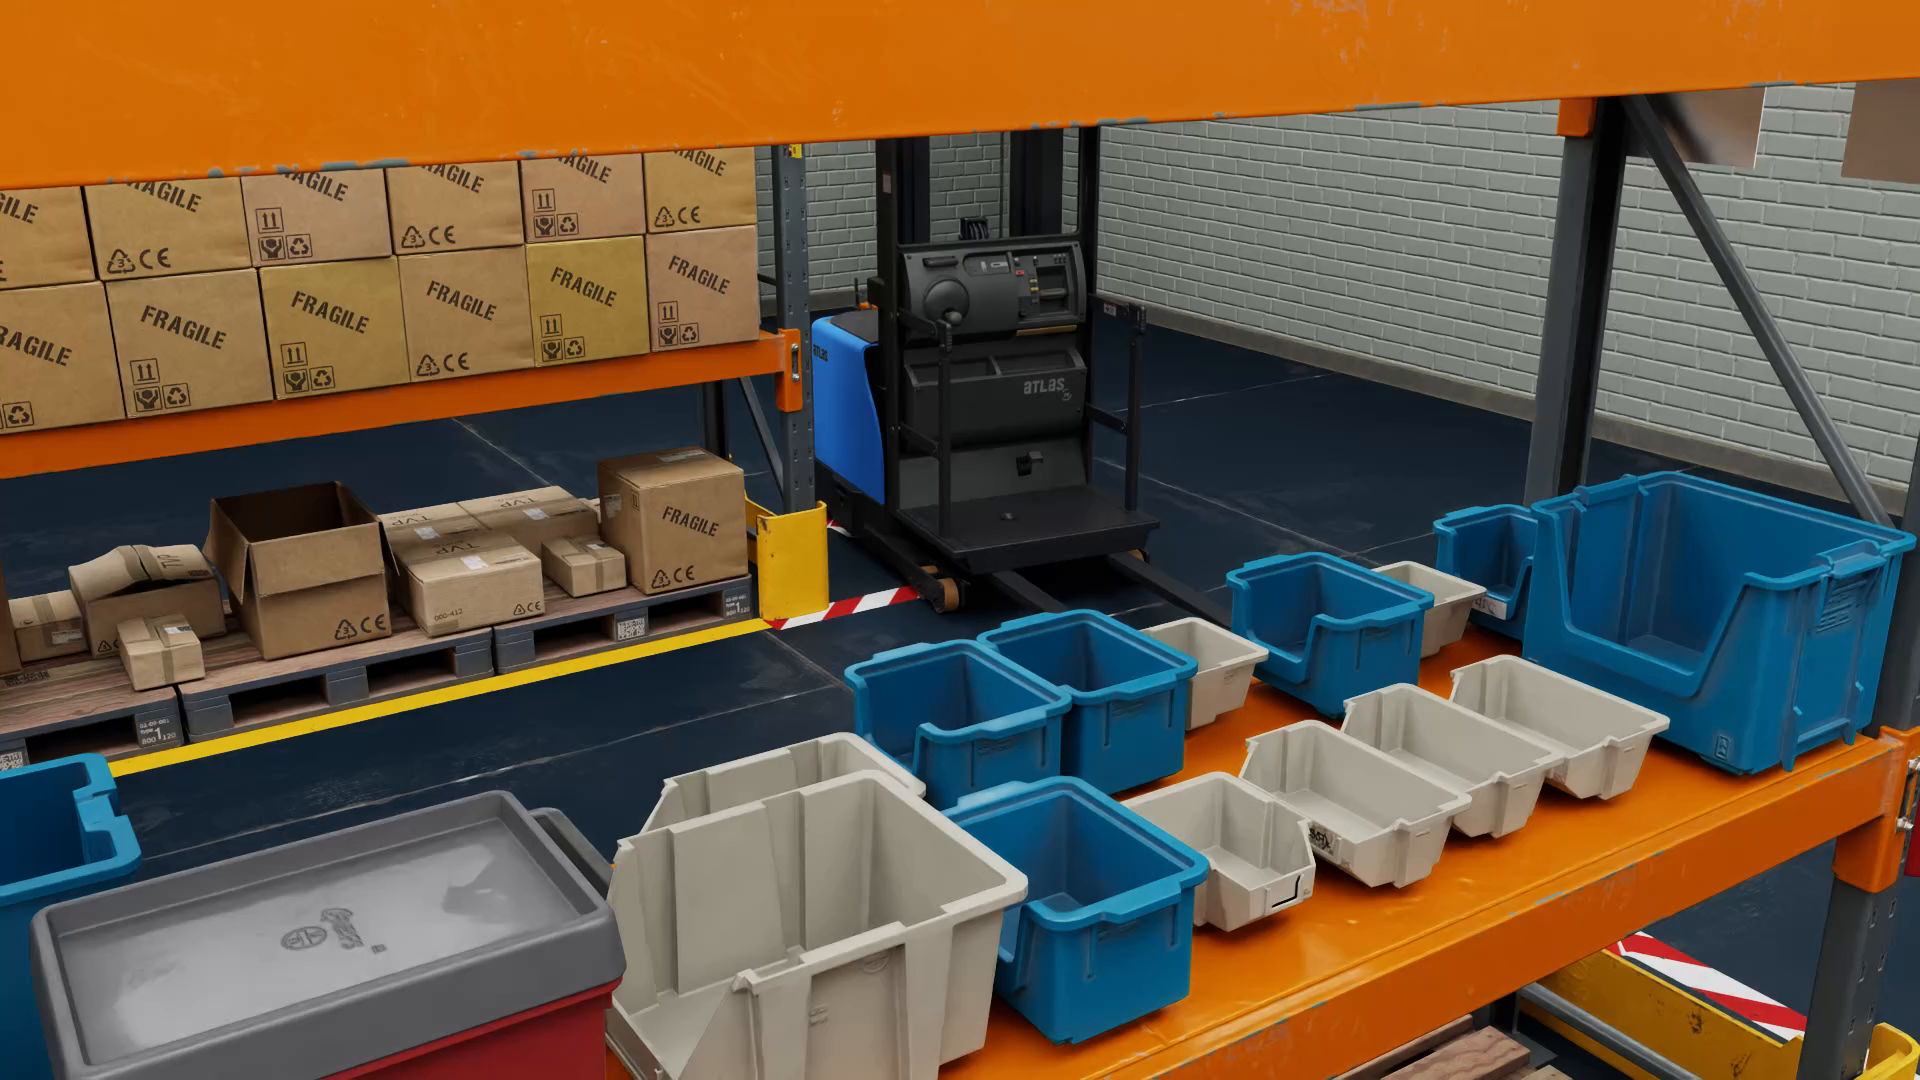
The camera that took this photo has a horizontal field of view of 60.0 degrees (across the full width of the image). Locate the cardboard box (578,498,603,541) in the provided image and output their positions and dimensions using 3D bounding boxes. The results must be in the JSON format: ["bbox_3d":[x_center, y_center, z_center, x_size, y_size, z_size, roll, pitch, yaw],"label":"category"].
[{"bbox_3d":[-1.738,-0.080,8.035,0.250,0.166,0.380,-12,22,-31],"label":"cardboard box"}]

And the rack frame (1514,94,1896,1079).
[{"bbox_3d":[1.732,0.087,3.805,0.053,2.616,0.949,-12,22,-31],"label":"rack frame"}]

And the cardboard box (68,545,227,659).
[{"bbox_3d":[-3.385,0.222,6.917,0.500,0.311,0.500,-12,22,-31],"label":"cardboard box"}]

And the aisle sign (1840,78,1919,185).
[{"bbox_3d":[1.951,-1.080,3.197,0.004,0.787,0.394,-12,22,-31],"label":"aisle sign"}]

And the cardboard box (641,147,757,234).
[{"bbox_3d":[-1.211,-1.609,7.103,0.500,0.500,0.500,-12,22,-32],"label":"cardboard box"}]

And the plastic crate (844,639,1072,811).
[{"bbox_3d":[-0.007,0.377,3.114,0.300,0.233,0.416,-12,22,-31],"label":"plastic crate"}]

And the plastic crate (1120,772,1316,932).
[{"bbox_3d":[0.442,0.534,2.799,0.250,0.136,0.298,-12,22,-31],"label":"plastic crate"}]

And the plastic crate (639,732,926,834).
[{"bbox_3d":[-0.322,0.500,2.901,0.466,0.136,0.293,-12,22,-31],"label":"plastic crate"}]

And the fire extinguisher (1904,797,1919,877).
[{"bbox_3d":[2.106,0.394,3.599,0.183,0.674,0.296,-12,22,-31],"label":"fire extinguisher"}]

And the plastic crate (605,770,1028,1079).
[{"bbox_3d":[-0.234,0.598,2.383,0.530,0.282,0.437,-12,22,-31],"label":"plastic crate"}]

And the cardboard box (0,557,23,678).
[{"bbox_3d":[-4.012,0.264,6.496,0.500,0.500,0.500,-12,22,-31],"label":"cardboard box"}]

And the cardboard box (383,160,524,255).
[{"bbox_3d":[-2.063,-1.427,6.565,0.500,0.500,0.500,-11,22,-30],"label":"cardboard box"}]

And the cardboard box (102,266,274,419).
[{"bbox_3d":[-2.911,-0.778,6.207,0.500,0.500,0.500,-12,22,-32],"label":"cardboard box"}]

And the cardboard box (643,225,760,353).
[{"bbox_3d":[-1.215,-1.136,7.264,0.500,0.500,0.500,-11,22,-30],"label":"cardboard box"}]

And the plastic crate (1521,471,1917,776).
[{"bbox_3d":[1.553,0.149,3.470,0.499,0.435,0.616,-12,22,-31],"label":"plastic crate"}]

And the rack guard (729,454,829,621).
[{"bbox_3d":[-1.054,-0.042,8.089,0.348,0.500,1.175,-12,22,-31],"label":"rack guard"}]

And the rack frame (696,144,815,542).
[{"bbox_3d":[-0.991,-1.240,7.729,0.127,3.000,1.000,-12,22,-31],"label":"rack frame"}]

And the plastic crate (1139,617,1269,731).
[{"bbox_3d":[0.463,0.291,3.517,0.298,0.136,0.250,-12,22,-31],"label":"plastic crate"}]

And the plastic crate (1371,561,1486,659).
[{"bbox_3d":[1.029,0.172,3.871,0.298,0.136,0.250,-12,22,-31],"label":"plastic crate"}]

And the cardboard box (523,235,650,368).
[{"bbox_3d":[-1.647,-1.043,6.991,0.500,0.500,0.500,-12,22,-31],"label":"cardboard box"}]

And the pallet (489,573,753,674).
[{"bbox_3d":[-1.720,0.235,7.720,1.213,0.211,1.003,-12,22,-31],"label":"pallet"}]

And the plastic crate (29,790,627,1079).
[{"bbox_3d":[-0.727,0.641,1.971,0.583,0.464,0.402,-12,22,-31],"label":"plastic crate"}]

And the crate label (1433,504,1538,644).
[{"bbox_3d":[1.343,0.092,3.957,0.303,0.233,0.416,-12,22,-31],"label":"crate label"}]

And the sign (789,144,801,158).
[{"bbox_3d":[-0.702,-1.786,7.043,0.005,0.325,0.100,-12,22,-31],"label":"sign"}]

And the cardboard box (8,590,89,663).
[{"bbox_3d":[-3.732,0.348,6.795,0.250,0.149,0.380,-12,22,-31],"label":"cardboard box"}]

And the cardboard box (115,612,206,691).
[{"bbox_3d":[-3.145,0.427,6.534,0.250,0.166,0.380,-12,22,-31],"label":"cardboard box"}]

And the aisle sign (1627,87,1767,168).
[{"bbox_3d":[1.627,-1.238,3.664,0.004,0.787,0.394,-12,22,-31],"label":"aisle sign"}]

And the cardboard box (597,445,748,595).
[{"bbox_3d":[-1.310,-0.102,7.580,0.500,0.500,0.500,-12,22,-31],"label":"cardboard box"}]

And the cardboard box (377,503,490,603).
[{"bbox_3d":[-2.436,0.050,7.519,0.500,0.250,0.500,-12,22,-31],"label":"cardboard box"}]

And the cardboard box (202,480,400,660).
[{"bbox_3d":[-2.765,0.107,6.957,0.637,0.503,0.797,-12,22,-31],"label":"cardboard box"}]

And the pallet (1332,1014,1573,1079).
[{"bbox_3d":[1.020,1.542,3.855,1.213,0.211,1.003,-12,22,-31],"label":"pallet"}]

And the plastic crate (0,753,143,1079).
[{"bbox_3d":[-1.408,0.596,2.230,0.575,0.384,0.392,-12,22,-31],"label":"plastic crate"}]

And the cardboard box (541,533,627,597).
[{"bbox_3d":[-1.697,0.103,7.494,0.250,0.166,0.380,-12,22,-31],"label":"cardboard box"}]

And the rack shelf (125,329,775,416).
[{"bbox_3d":[-2.661,-0.639,6.771,3.809,0.124,0.919,-12,22,-31],"label":"rack shelf"}]

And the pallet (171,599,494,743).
[{"bbox_3d":[-2.738,0.449,7.088,1.213,0.211,1.003,-12,22,-31],"label":"pallet"}]

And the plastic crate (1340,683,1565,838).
[{"bbox_3d":[0.899,0.421,3.133,0.243,0.136,0.396,-12,22,-31],"label":"plastic crate"}]

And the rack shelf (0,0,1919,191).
[{"bbox_3d":[0.060,-0.642,2.400,4.000,0.370,1.077,-12,22,-31],"label":"rack shelf"}]

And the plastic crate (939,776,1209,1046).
[{"bbox_3d":[0.156,0.567,2.552,0.300,0.233,0.416,-12,22,-31],"label":"plastic crate"}]

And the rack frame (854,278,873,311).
[{"bbox_3d":[-0.527,-0.872,9.429,0.015,1.200,0.240,-8,17,-24],"label":"rack frame"}]

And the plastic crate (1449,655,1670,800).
[{"bbox_3d":[1.149,0.374,3.272,0.243,0.136,0.396,-12,22,-31],"label":"plastic crate"}]

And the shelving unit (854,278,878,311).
[{"bbox_3d":[-0.306,-0.905,9.527,0.503,1.200,0.258,-8,17,-24],"label":"shelving unit"}]

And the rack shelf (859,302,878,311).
[{"bbox_3d":[-0.314,-1.282,9.419,0.480,0.148,0.258,-8,17,-24],"label":"rack shelf"}]

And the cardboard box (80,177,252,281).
[{"bbox_3d":[-2.923,-1.245,6.028,0.500,0.500,0.500,-13,22,-33],"label":"cardboard box"}]

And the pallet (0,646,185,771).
[{"bbox_3d":[-3.758,0.665,6.448,1.213,0.211,1.003,-12,22,-31],"label":"pallet"}]

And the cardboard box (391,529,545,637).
[{"bbox_3d":[-2.120,0.175,7.149,0.500,0.250,0.500,-12,22,-31],"label":"cardboard box"}]

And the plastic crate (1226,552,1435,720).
[{"bbox_3d":[0.793,0.208,3.614,0.300,0.233,0.416,-12,22,-31],"label":"plastic crate"}]

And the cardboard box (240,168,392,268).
[{"bbox_3d":[-2.492,-1.337,6.298,0.500,0.500,0.500,-11,22,-30],"label":"cardboard box"}]

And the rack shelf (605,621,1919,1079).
[{"bbox_3d":[0.060,0.779,2.881,4.000,0.370,1.077,-12,22,-31],"label":"rack shelf"}]

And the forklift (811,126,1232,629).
[{"bbox_3d":[0.266,-1.205,7.734,1.130,2.935,3.031,-8,20,-24],"label":"forklift"}]

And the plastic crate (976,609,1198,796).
[{"bbox_3d":[0.243,0.324,3.271,0.300,0.233,0.416,-12,22,-31],"label":"plastic crate"}]

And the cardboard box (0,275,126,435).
[{"bbox_3d":[-3.330,-0.691,5.948,0.500,0.500,0.500,-11,22,-30],"label":"cardboard box"}]

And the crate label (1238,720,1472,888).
[{"bbox_3d":[0.680,0.477,2.968,0.243,0.136,0.396,-12,22,-31],"label":"crate label"}]

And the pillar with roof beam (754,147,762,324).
[{"bbox_3d":[0.428,-4.962,9.370,0.400,9.000,9.100,-12,22,-31],"label":"pillar with roof beam"}]

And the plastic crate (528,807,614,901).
[{"bbox_3d":[-0.823,0.623,2.554,0.590,0.125,0.437,-12,22,-31],"label":"plastic crate"}]

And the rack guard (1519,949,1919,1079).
[{"bbox_3d":[1.743,1.262,4.231,0.348,0.500,1.175,-12,22,-31],"label":"rack guard"}]
